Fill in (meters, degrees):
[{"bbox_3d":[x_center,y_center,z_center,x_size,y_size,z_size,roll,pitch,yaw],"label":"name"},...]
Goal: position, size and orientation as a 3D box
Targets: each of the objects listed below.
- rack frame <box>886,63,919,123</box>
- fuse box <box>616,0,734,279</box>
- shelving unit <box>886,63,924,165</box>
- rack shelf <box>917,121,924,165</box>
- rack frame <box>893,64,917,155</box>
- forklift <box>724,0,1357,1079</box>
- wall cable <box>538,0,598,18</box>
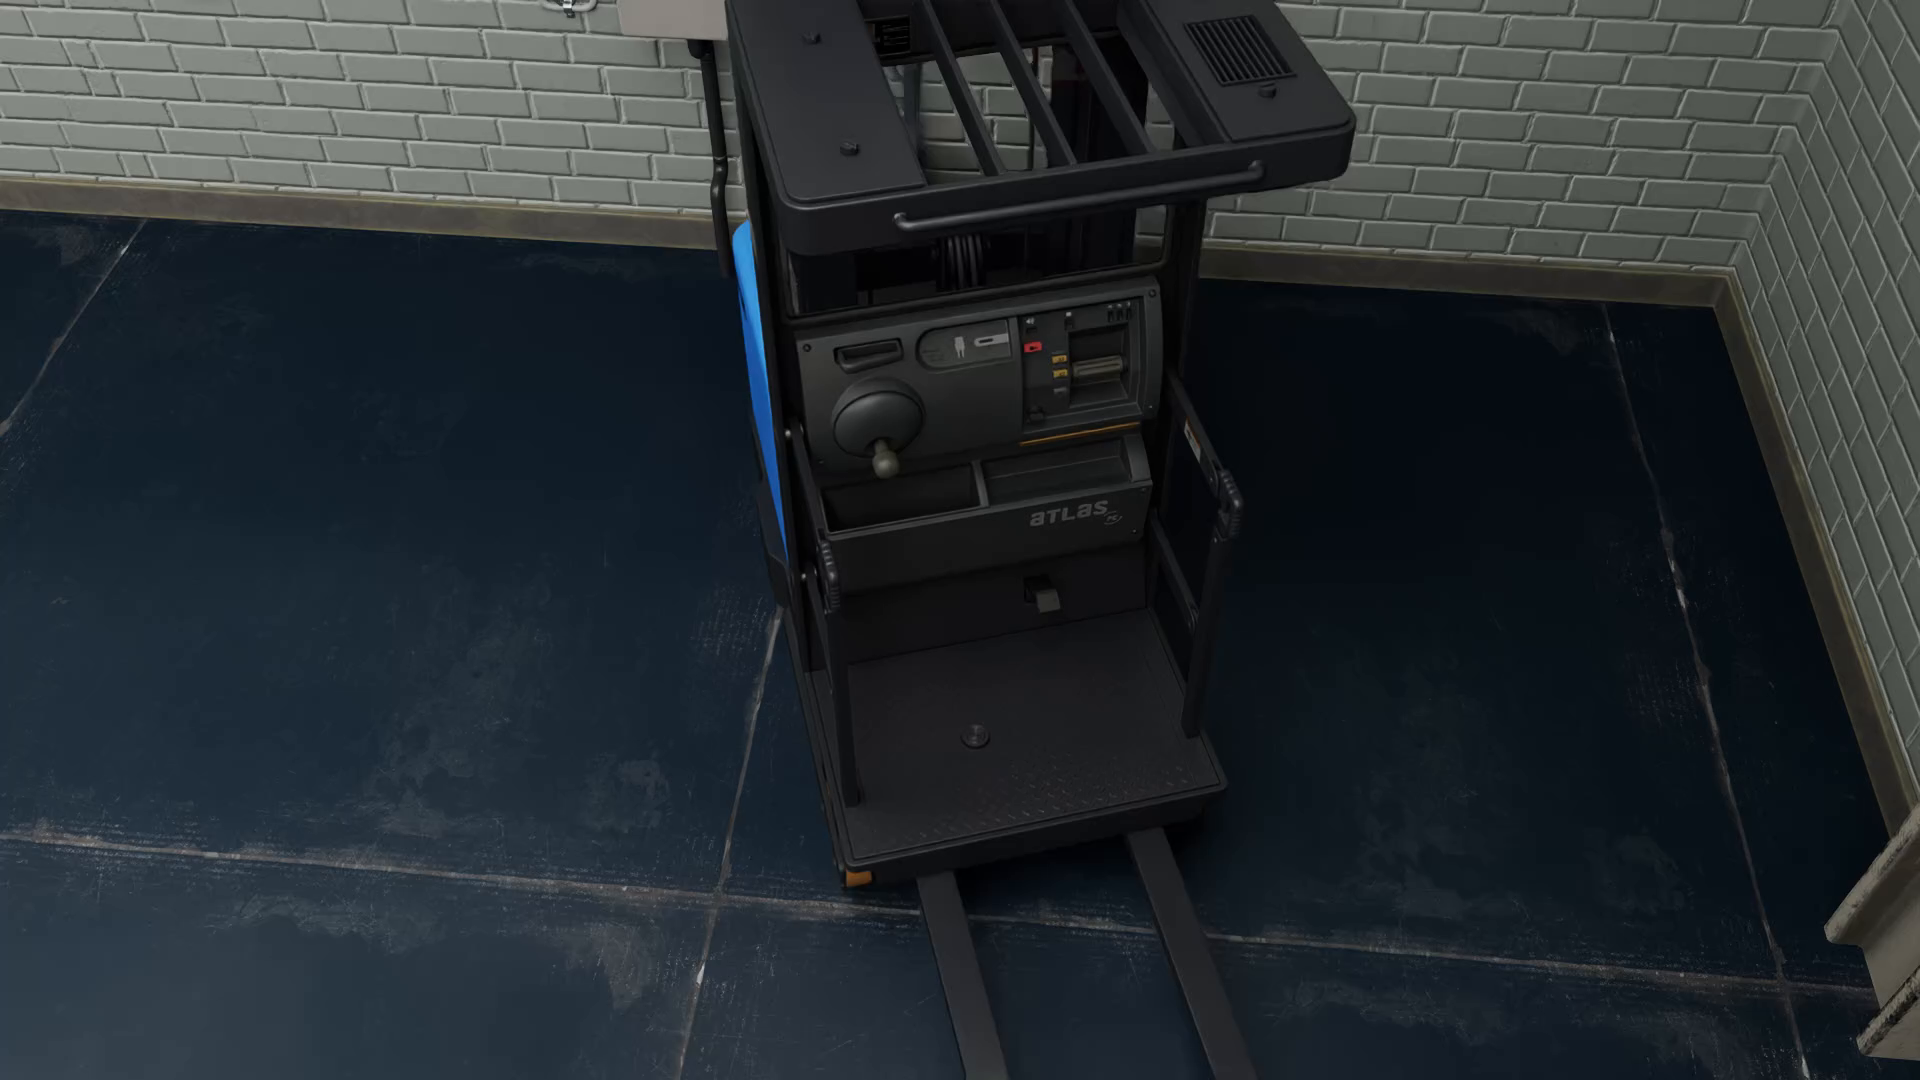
[{"bbox_3d":[-0.407,-1.653,6.242,0.500,1.500,0.032,-1,47,-1],"label":"rack frame"},{"bbox_3d":[-0.918,-1.632,6.083,0.539,1.711,0.414,4,48,4],"label":"fuse box"},{"bbox_3d":[-0.396,-1.281,5.895,0.538,1.500,1.048,-1,47,-1],"label":"shelving unit"},{"bbox_3d":[-0.397,-1.158,6.027,0.538,0.185,1.000,-1,47,-1],"label":"rack shelf"},{"bbox_3d":[-0.386,-0.910,5.548,0.500,1.500,0.032,-1,47,-1],"label":"rack frame"},{"bbox_3d":[0.114,-0.304,4.042,1.130,2.935,3.031,-10,48,-9],"label":"forklift"},{"bbox_3d":[-1.583,-2.571,5.380,0.588,1.984,0.122,4,48,4],"label":"wall cable"}]
